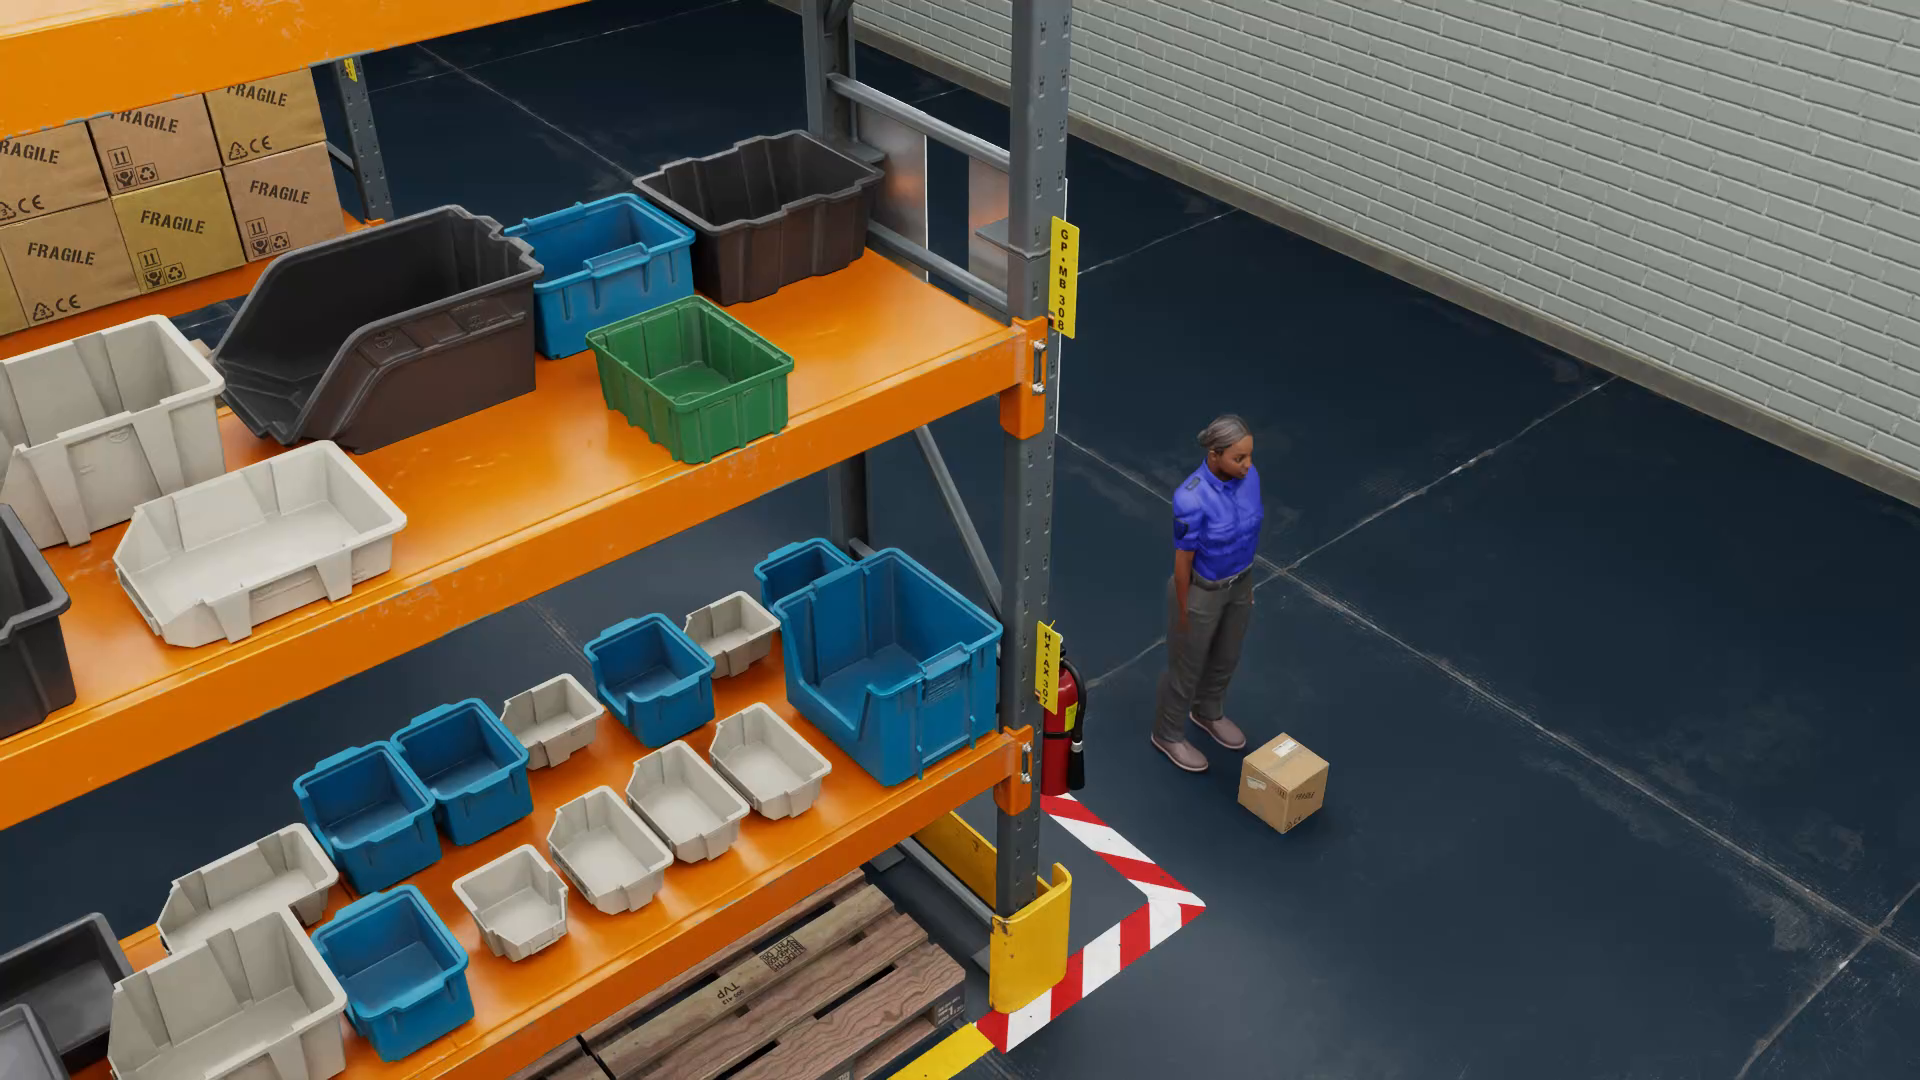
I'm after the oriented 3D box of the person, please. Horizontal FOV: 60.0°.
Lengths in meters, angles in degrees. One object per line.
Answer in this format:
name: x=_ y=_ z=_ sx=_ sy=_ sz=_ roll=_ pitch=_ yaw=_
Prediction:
person: x=1.040 y=0.214 z=6.787 sx=0.436 sy=1.663 sz=0.314 roll=-25 pitch=43 yaw=-30
